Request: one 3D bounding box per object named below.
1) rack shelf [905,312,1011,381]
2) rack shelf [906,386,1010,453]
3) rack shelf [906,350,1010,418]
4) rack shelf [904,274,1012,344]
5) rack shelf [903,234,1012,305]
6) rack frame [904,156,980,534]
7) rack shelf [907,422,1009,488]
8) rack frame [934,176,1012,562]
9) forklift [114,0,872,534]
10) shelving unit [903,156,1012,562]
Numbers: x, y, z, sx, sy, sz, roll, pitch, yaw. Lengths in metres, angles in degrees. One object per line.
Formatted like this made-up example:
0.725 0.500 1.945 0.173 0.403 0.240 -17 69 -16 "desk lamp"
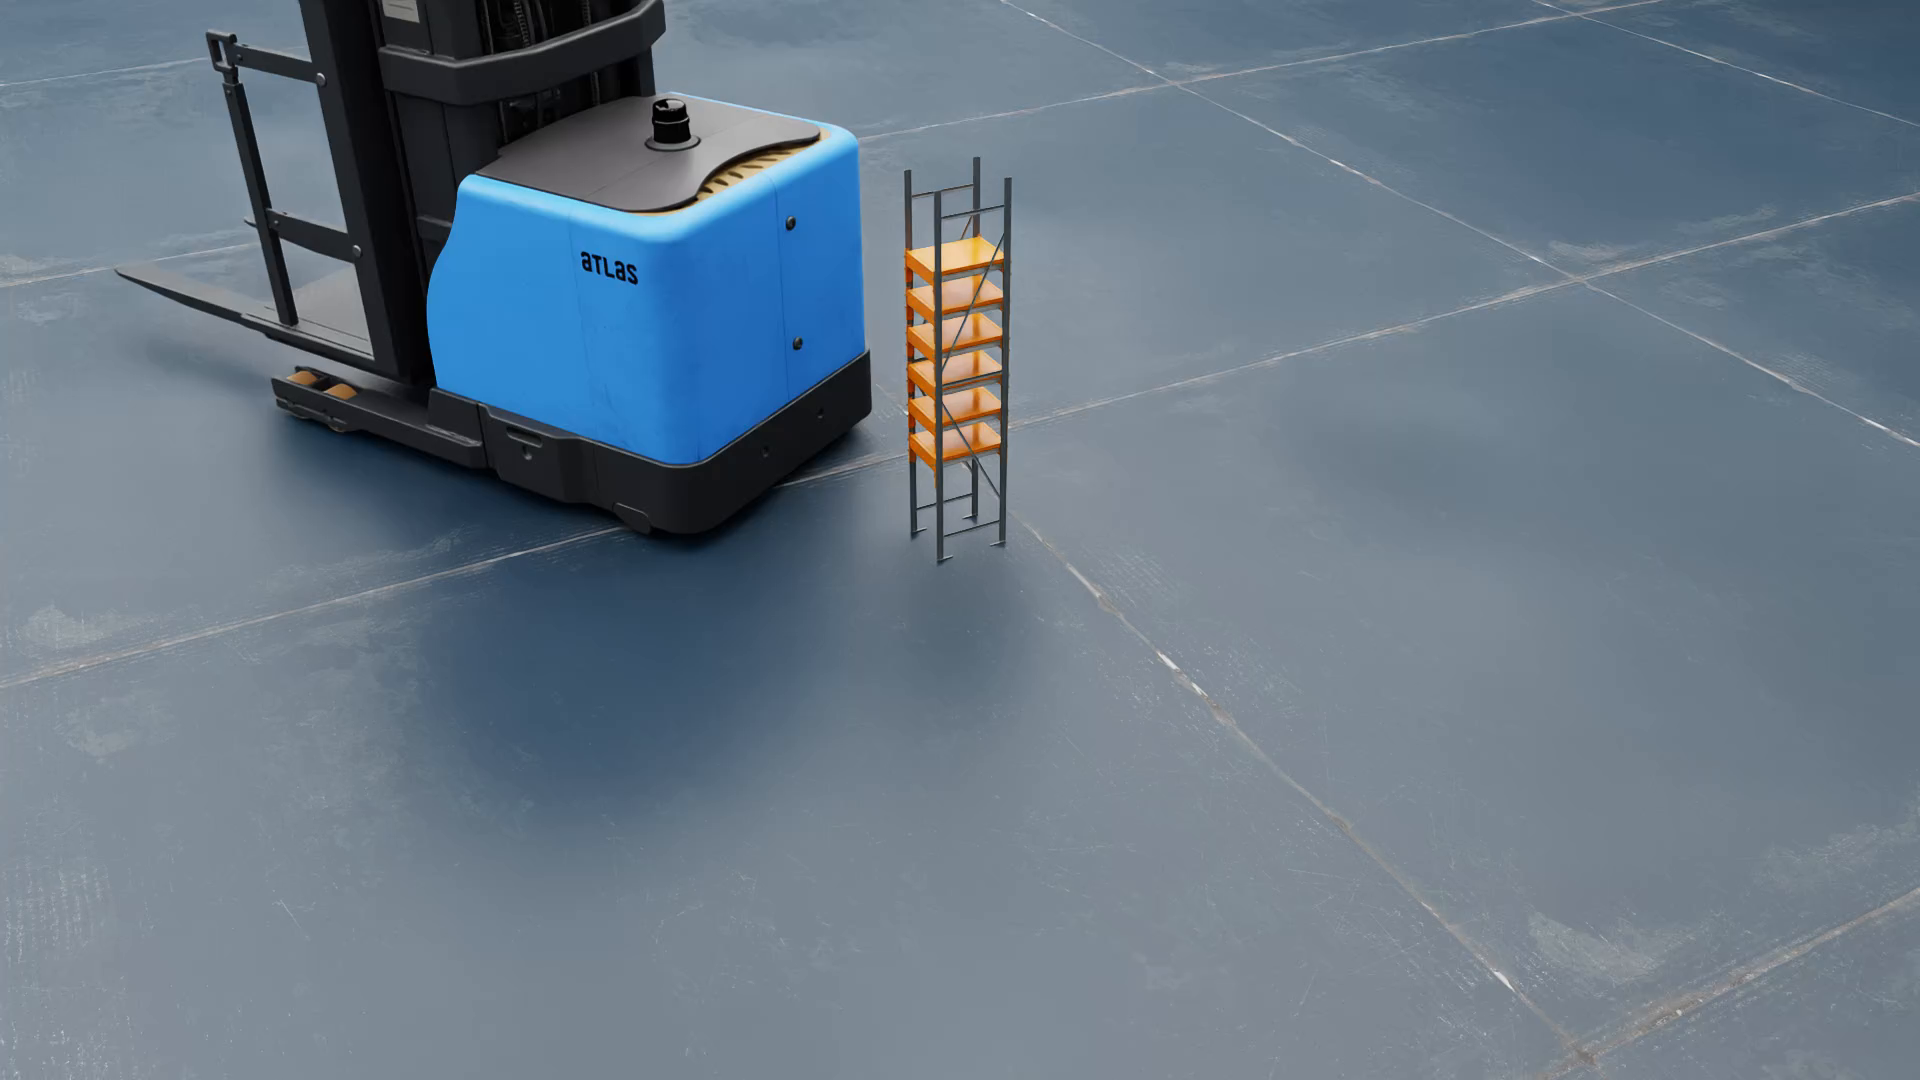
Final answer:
-0.007 -0.576 4.896 0.258 0.103 0.180 -16 36 -23 "rack shelf"
-0.007 -0.374 5.026 0.258 0.103 0.180 -16 36 -23 "rack shelf"
-0.007 -0.475 4.961 0.258 0.103 0.180 -16 36 -23 "rack shelf"
-0.007 -0.677 4.832 0.258 0.103 0.180 -16 36 -23 "rack shelf"
-0.007 -0.778 4.767 0.258 0.103 0.180 -16 36 -23 "rack shelf"
-0.049 -0.556 5.005 0.240 1.200 0.006 -16 36 -23 "rack frame"
-0.007 -0.273 5.091 0.258 0.103 0.180 -16 36 -23 "rack shelf"
0.036 -0.468 4.869 0.240 1.200 0.006 -16 36 -23 "rack frame"
-1.836 -1.835 5.397 3.031 2.935 1.130 18 37 26 "forklift"
-0.007 -0.512 4.937 0.258 1.200 0.189 -16 36 -23 "shelving unit"
